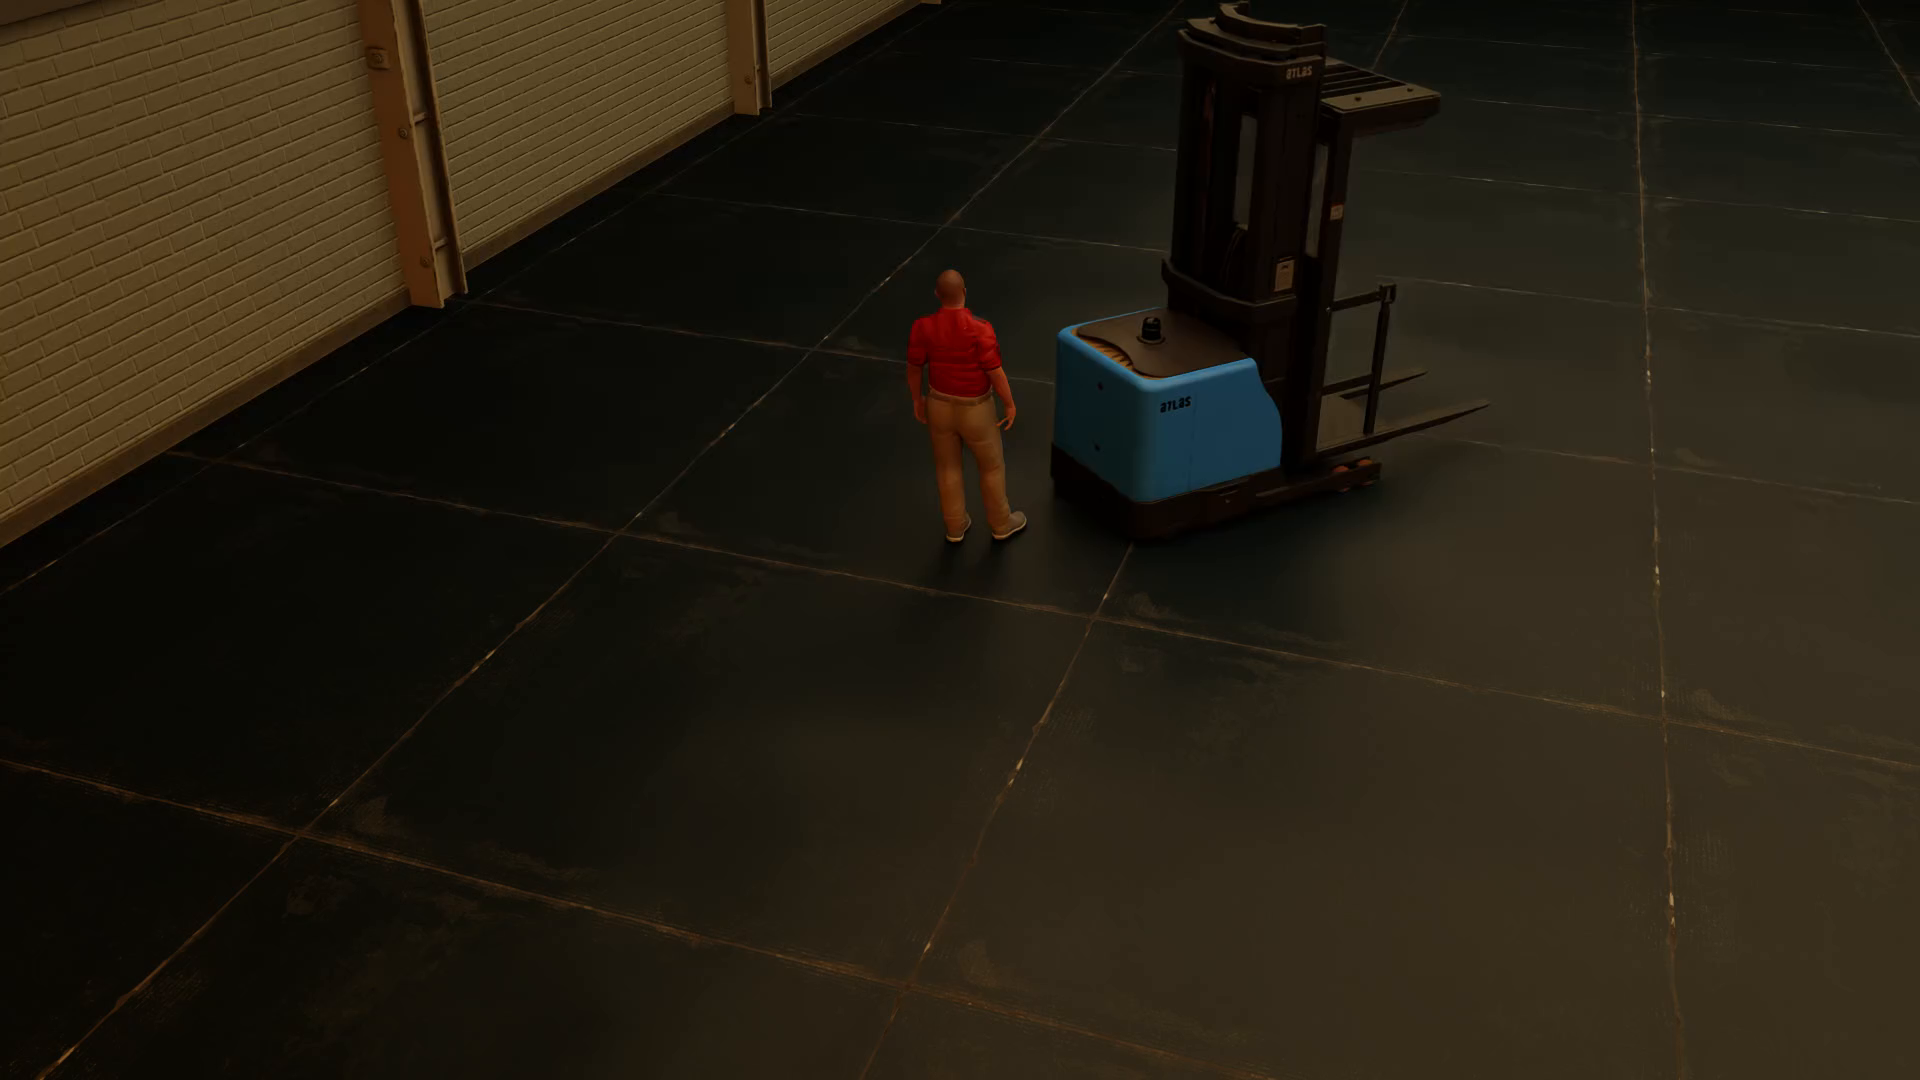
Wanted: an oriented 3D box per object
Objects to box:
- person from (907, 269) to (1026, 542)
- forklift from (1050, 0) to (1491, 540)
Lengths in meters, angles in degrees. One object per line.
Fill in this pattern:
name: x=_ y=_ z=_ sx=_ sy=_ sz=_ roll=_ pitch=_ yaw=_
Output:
person: x=0.040 y=-0.798 z=9.735 sx=0.641 sy=1.728 sz=0.550 roll=10 pitch=31 yaw=16
forklift: x=2.121 y=-1.790 z=10.276 sx=3.031 sy=2.935 sz=1.130 roll=-15 pitch=33 yaw=-25
